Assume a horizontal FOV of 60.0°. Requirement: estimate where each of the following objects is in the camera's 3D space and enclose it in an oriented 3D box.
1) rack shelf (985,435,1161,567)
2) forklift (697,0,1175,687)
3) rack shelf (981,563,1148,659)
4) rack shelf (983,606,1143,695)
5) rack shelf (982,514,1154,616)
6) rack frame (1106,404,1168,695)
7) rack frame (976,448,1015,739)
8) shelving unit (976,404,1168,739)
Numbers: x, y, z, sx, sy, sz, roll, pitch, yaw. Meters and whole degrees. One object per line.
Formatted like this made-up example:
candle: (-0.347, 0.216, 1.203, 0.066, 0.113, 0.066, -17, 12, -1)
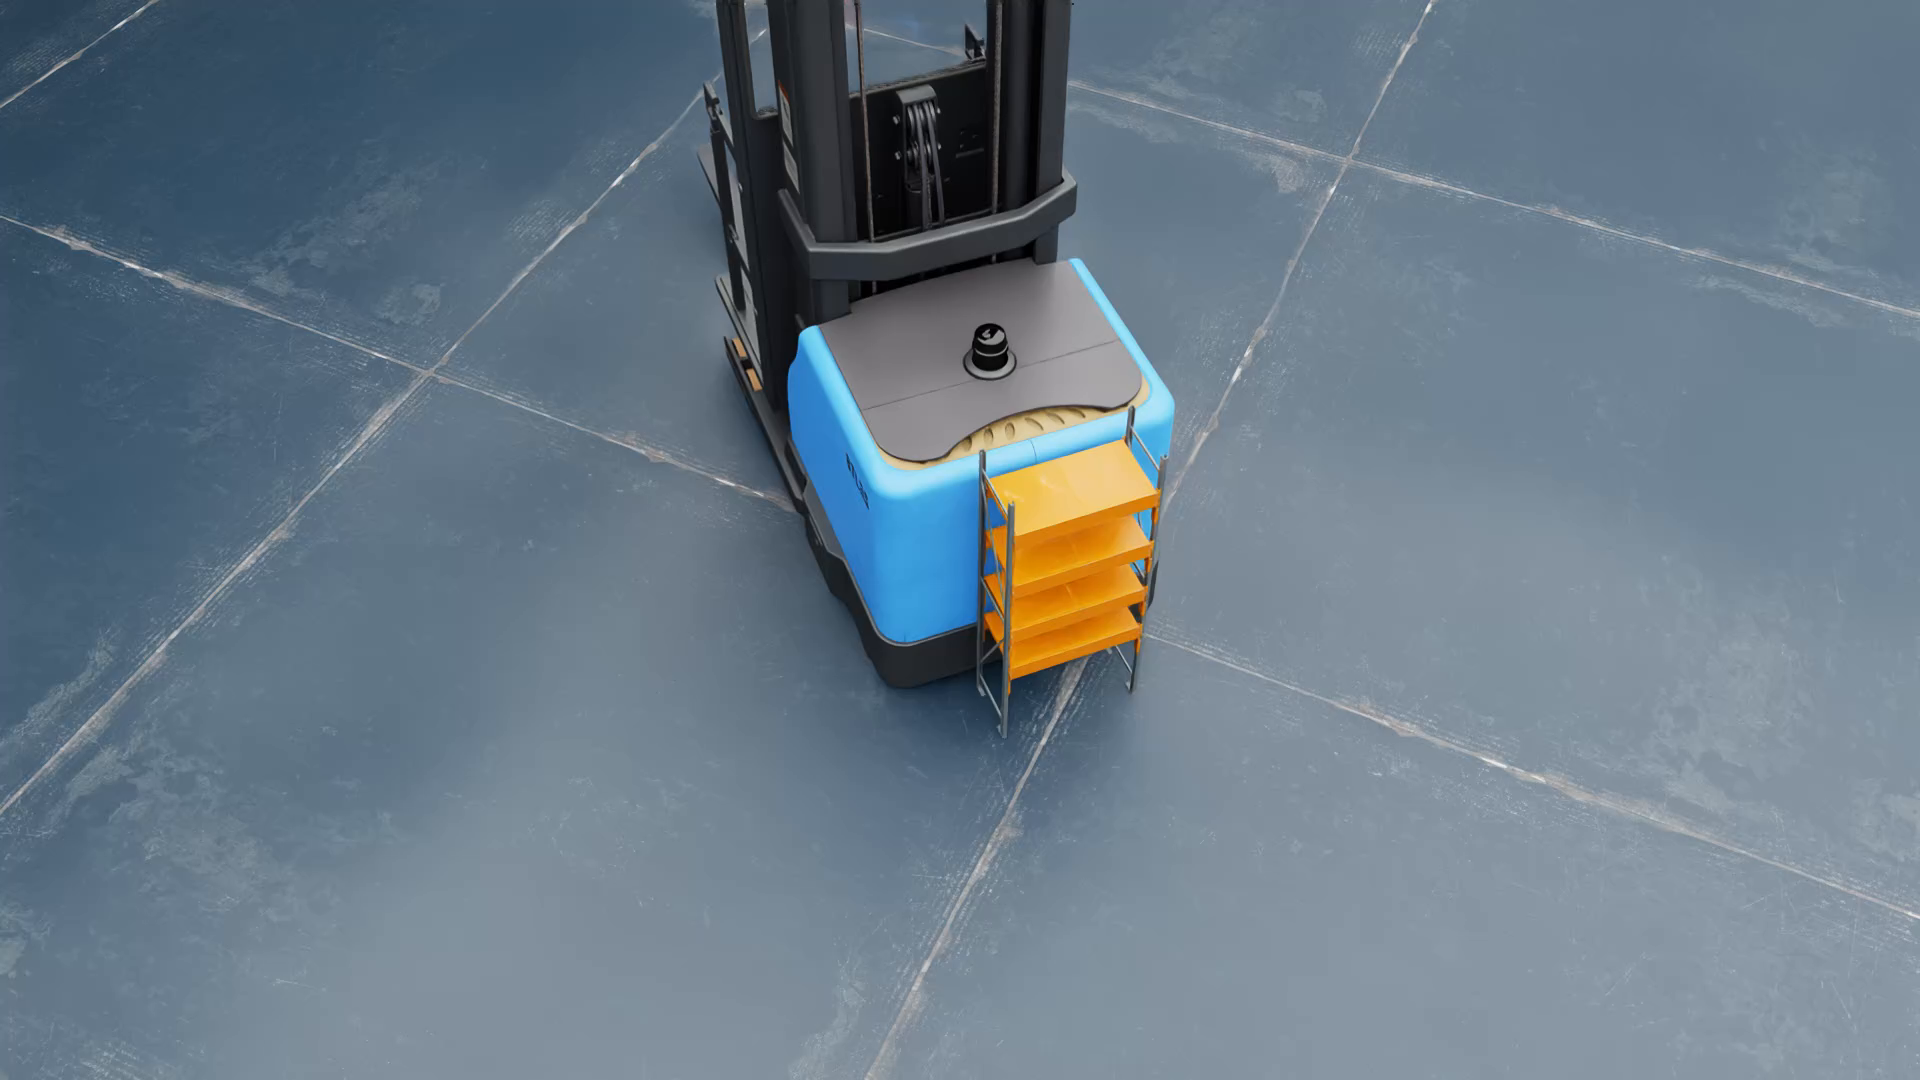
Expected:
rack shelf: (0.334, -0.120, 5.048, 0.480, 0.148, 0.258, -17, 52, -14)
forklift: (-0.312, -1.591, 5.679, 1.130, 2.935, 3.031, -17, 52, -14)
rack shelf: (0.334, 0.178, 5.399, 0.480, 0.148, 0.258, -17, 52, -14)
rack shelf: (0.334, 0.307, 5.550, 0.480, 0.148, 0.258, -17, 52, -14)
rack shelf: (0.334, 0.033, 5.229, 0.480, 0.148, 0.258, -17, 52, -14)
rack frame: (0.561, 0.065, 5.407, 0.015, 1.200, 0.240, -17, 52, -14)
rack frame: (0.108, 0.204, 5.289, 0.015, 1.200, 0.240, -17, 52, -14)
shelving unit: (0.334, 0.135, 5.348, 0.503, 1.200, 0.258, -17, 52, -14)
